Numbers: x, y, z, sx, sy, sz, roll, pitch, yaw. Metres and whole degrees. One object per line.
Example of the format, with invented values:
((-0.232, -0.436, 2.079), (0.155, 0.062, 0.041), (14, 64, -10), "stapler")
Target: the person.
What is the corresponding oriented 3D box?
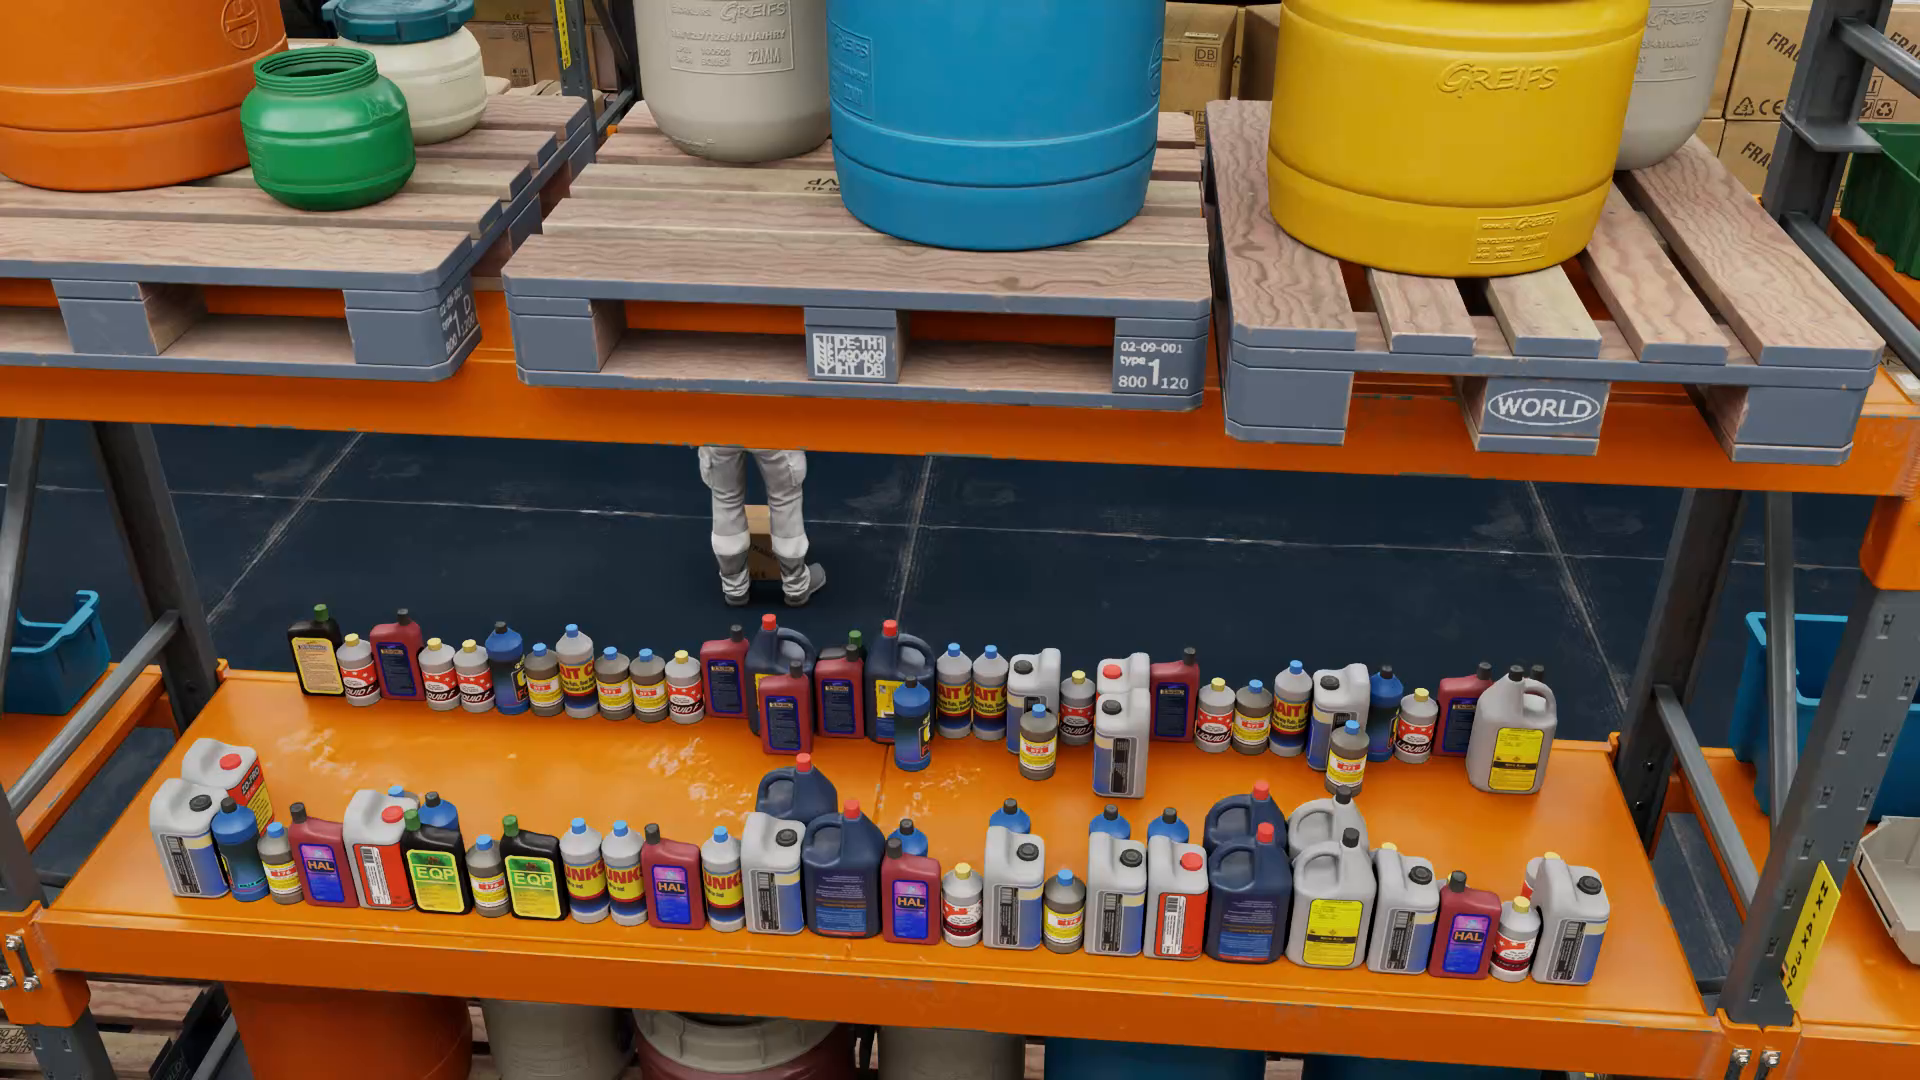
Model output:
((-0.897, -0.520, 6.964), (0.616, 1.778, 0.453), (1, 32, 1), "person")
